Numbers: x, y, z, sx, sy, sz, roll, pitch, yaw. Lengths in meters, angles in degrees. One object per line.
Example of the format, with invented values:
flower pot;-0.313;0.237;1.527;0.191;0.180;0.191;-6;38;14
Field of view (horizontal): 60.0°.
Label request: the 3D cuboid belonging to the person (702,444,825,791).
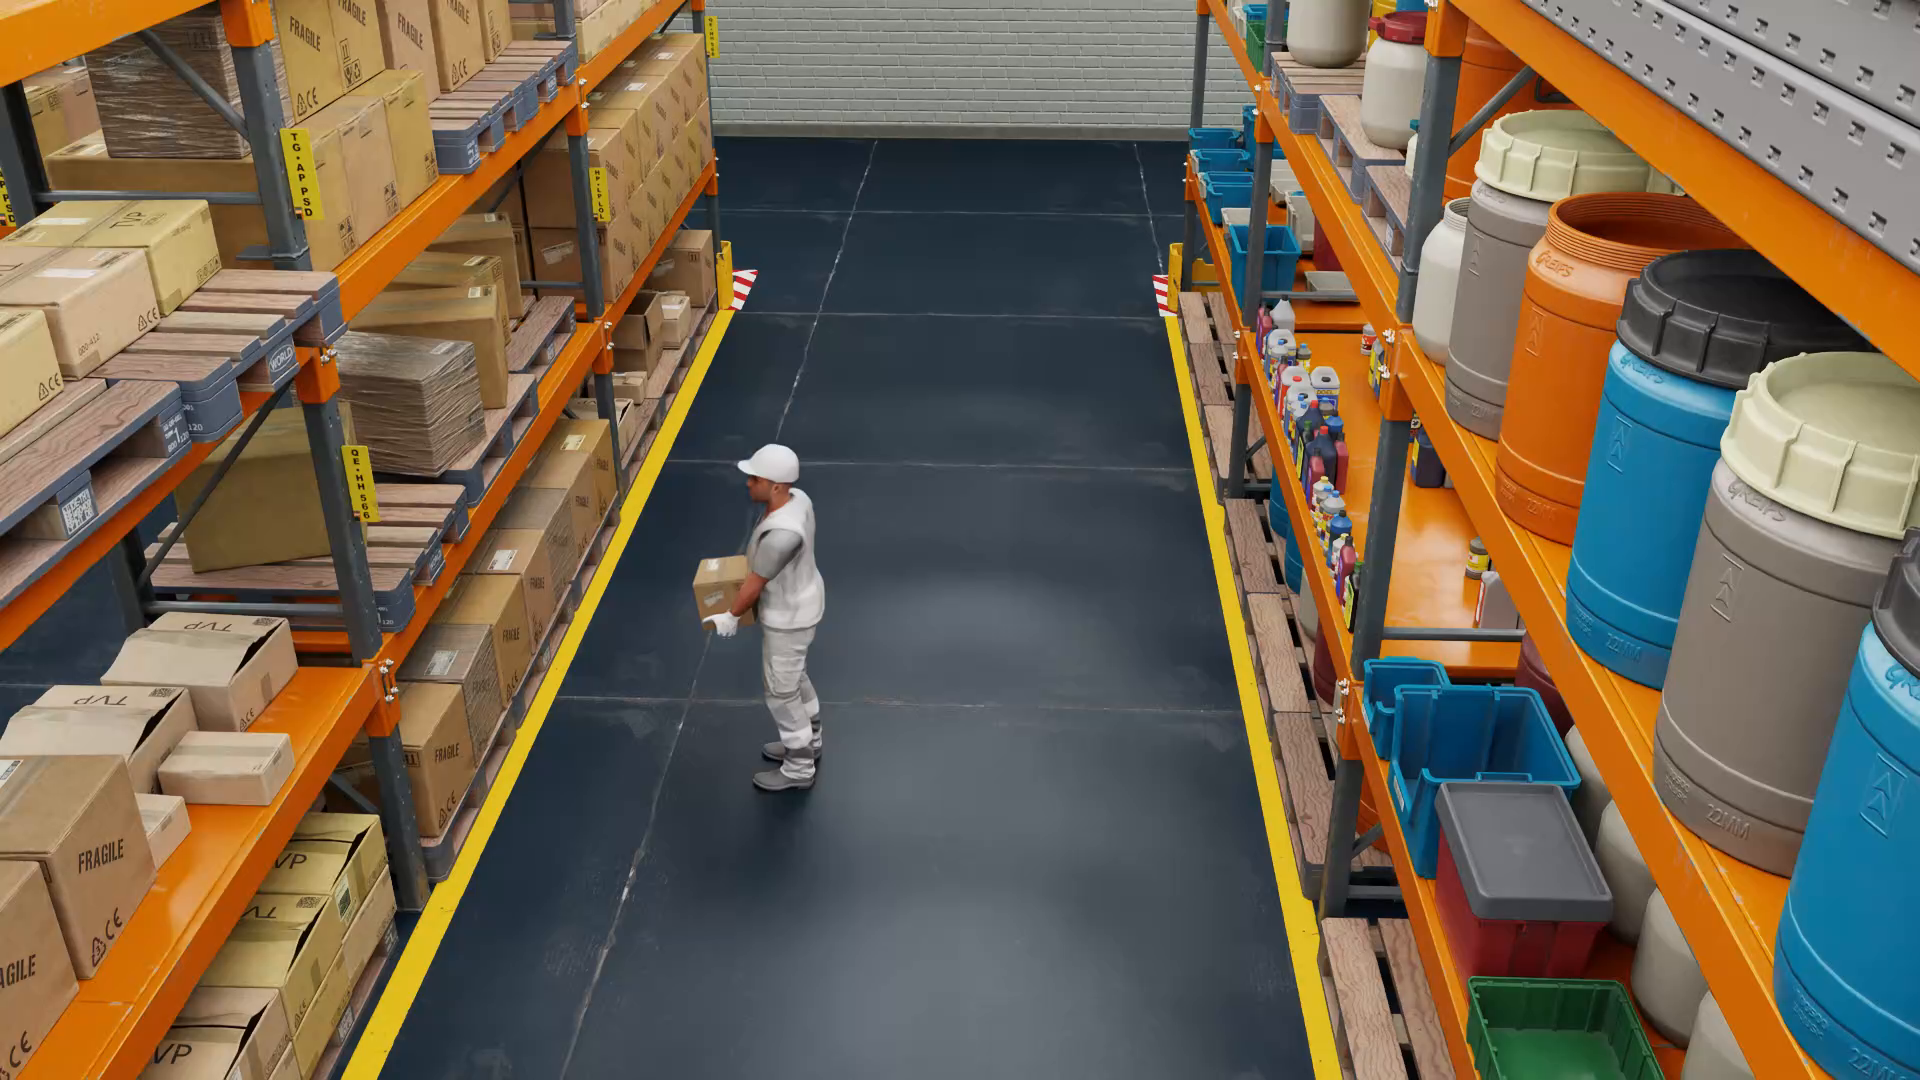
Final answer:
person;-0.924;0.364;7.903;0.565;1.785;0.495;1;28;1
